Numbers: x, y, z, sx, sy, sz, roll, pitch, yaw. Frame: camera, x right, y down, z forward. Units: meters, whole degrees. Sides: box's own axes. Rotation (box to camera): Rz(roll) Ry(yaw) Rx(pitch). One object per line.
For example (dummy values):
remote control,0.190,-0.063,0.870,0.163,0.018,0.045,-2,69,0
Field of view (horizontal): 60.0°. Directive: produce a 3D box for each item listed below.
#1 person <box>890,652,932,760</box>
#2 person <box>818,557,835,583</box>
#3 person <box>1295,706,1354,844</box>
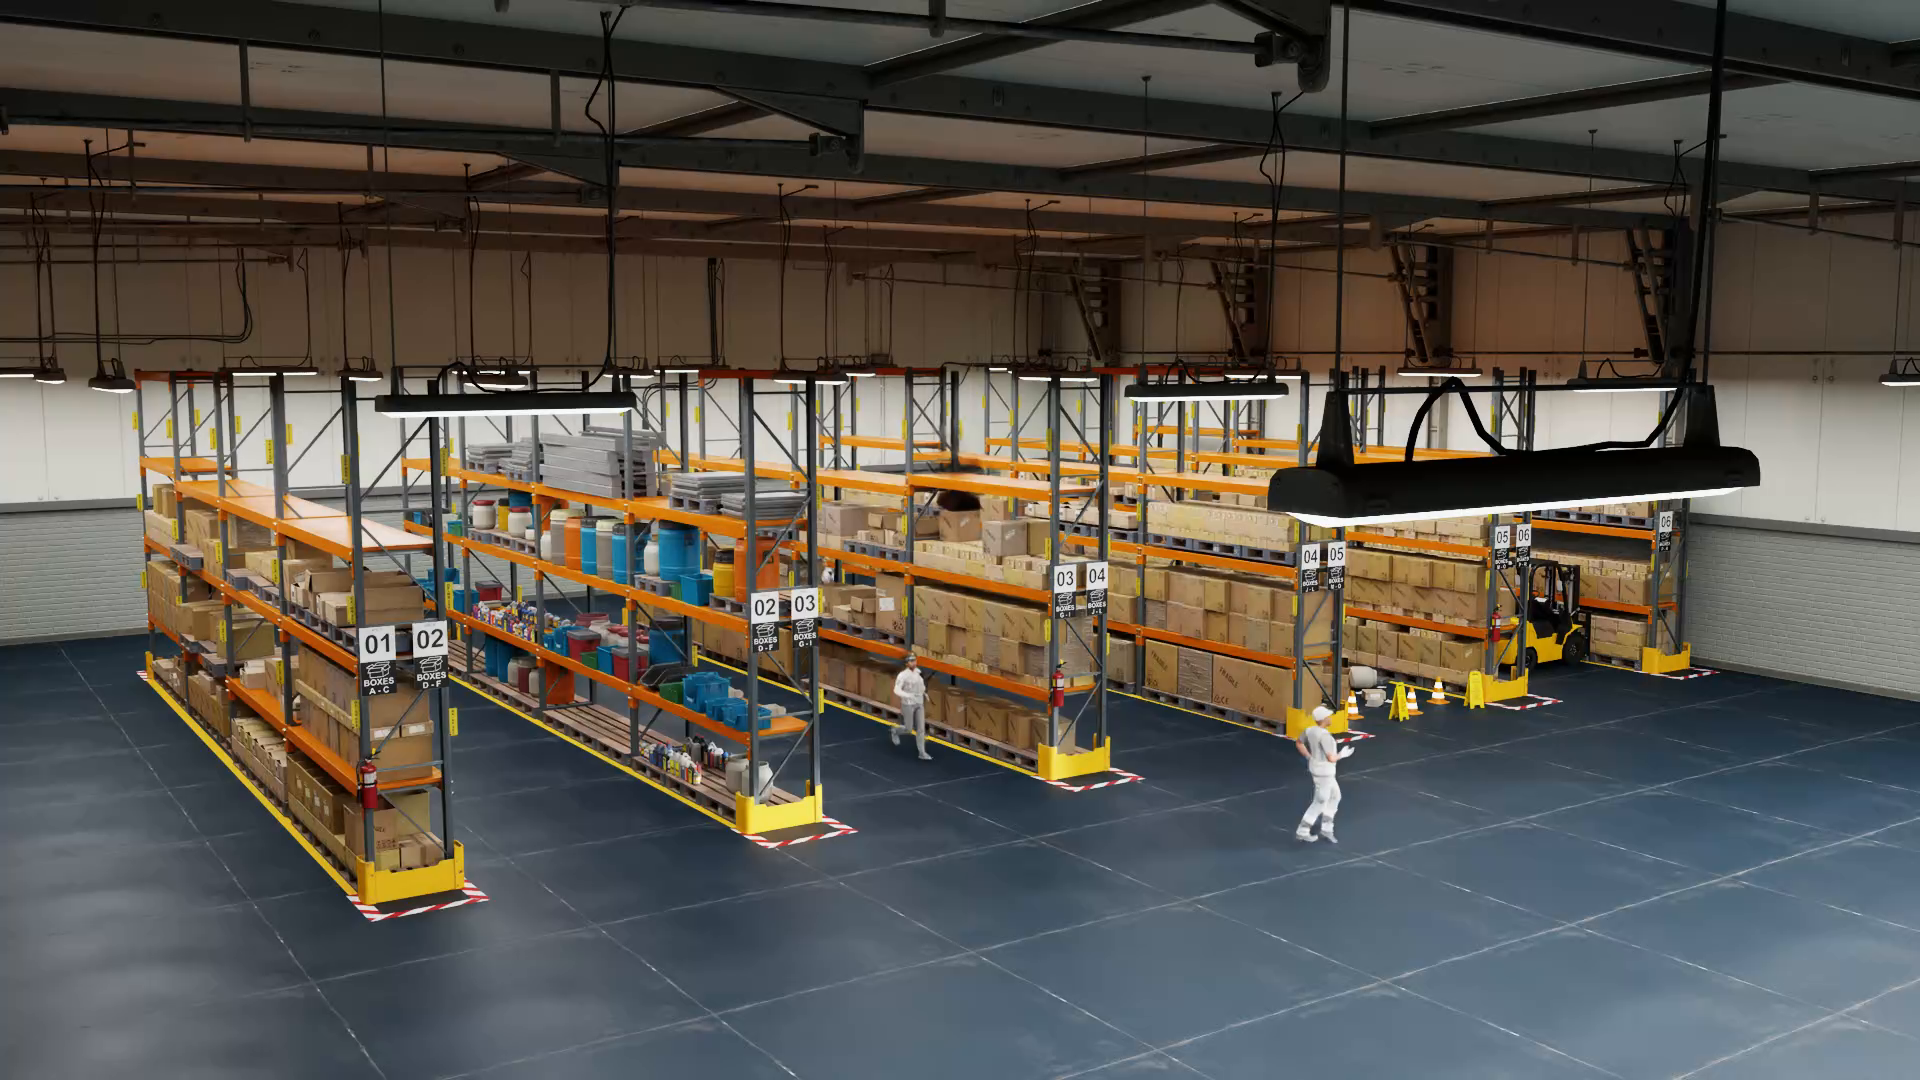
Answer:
person,-0.727,2.568,26.014,0.630,1.652,0.949,-5,8,-35
person,-3.095,1.219,37.896,0.625,1.722,0.834,-3,7,-27
person,4.665,3.038,21.352,0.720,1.839,0.631,0,6,-4
